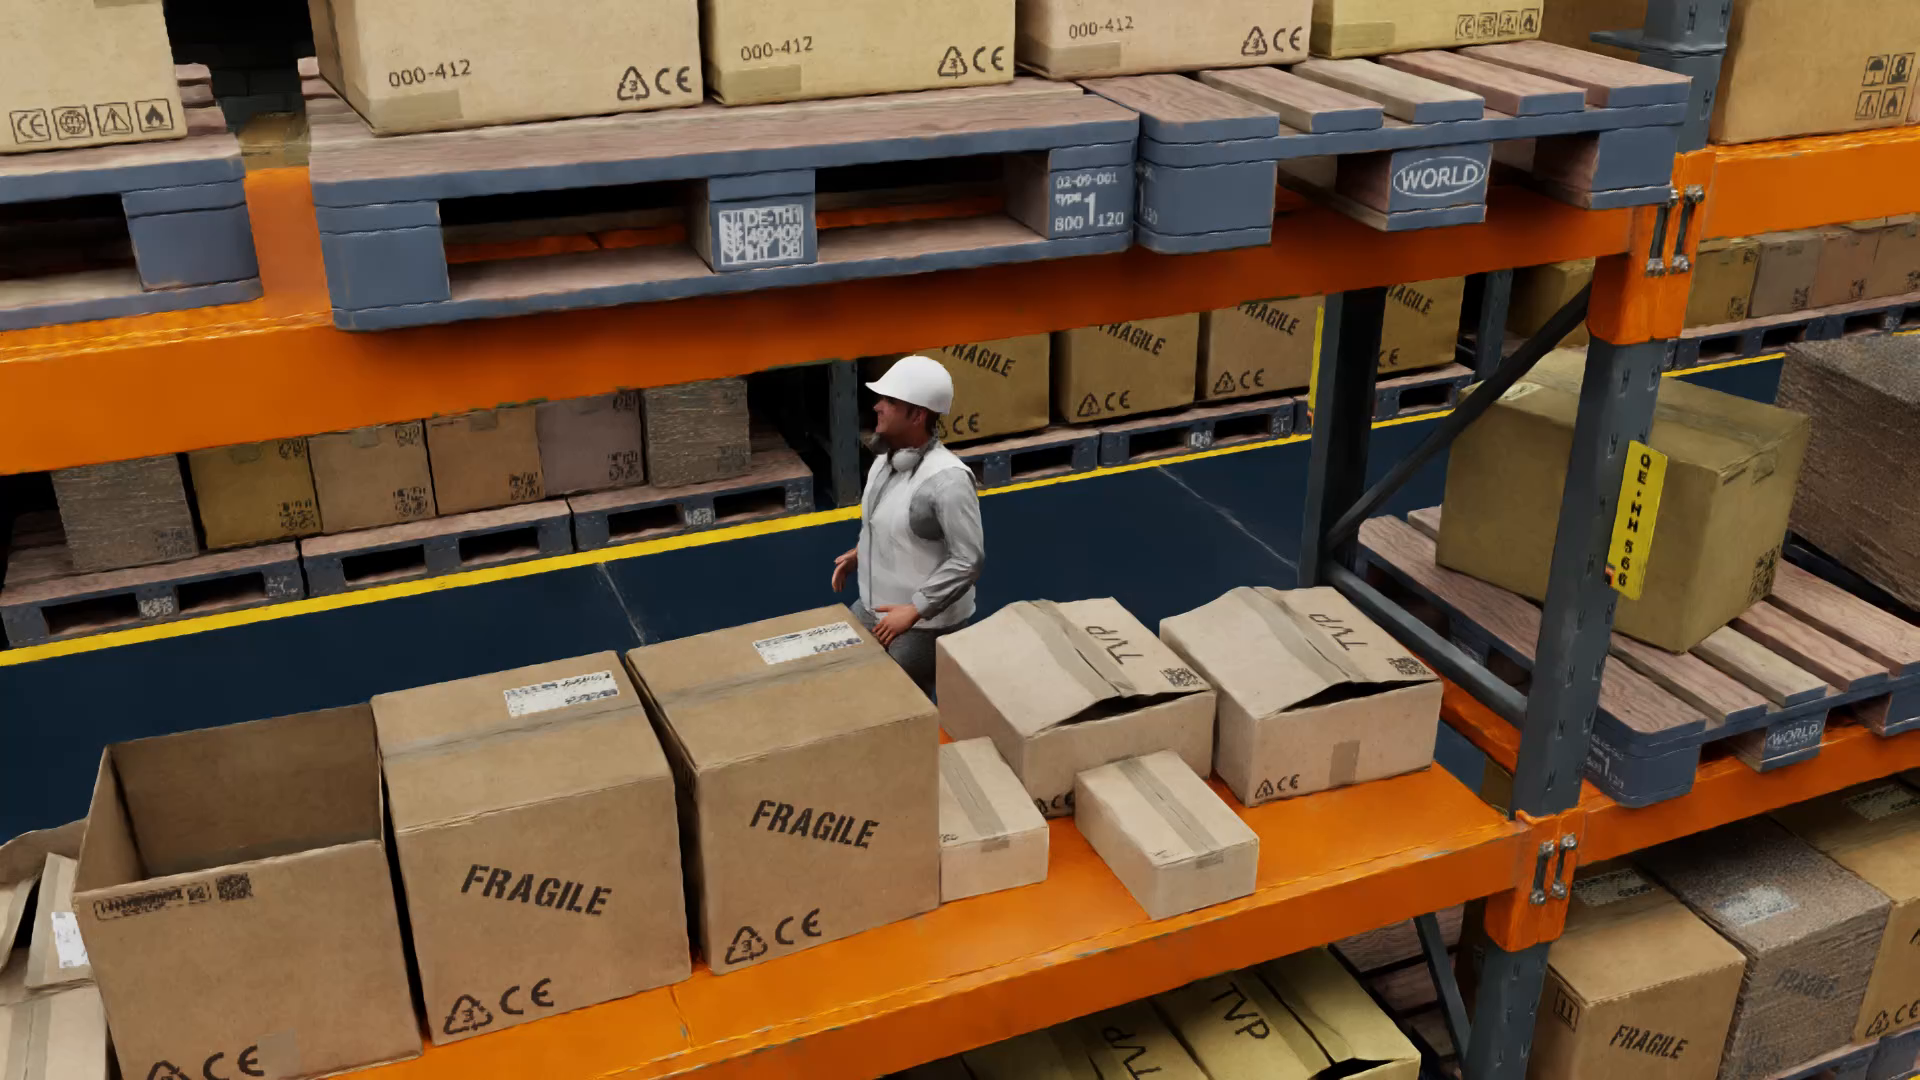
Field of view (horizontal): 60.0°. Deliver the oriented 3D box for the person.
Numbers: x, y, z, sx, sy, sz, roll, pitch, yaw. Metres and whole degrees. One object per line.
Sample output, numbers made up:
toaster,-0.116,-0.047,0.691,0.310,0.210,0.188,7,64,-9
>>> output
person,-0.201,0.233,5.642,0.507,1.744,0.702,-16,30,-30
